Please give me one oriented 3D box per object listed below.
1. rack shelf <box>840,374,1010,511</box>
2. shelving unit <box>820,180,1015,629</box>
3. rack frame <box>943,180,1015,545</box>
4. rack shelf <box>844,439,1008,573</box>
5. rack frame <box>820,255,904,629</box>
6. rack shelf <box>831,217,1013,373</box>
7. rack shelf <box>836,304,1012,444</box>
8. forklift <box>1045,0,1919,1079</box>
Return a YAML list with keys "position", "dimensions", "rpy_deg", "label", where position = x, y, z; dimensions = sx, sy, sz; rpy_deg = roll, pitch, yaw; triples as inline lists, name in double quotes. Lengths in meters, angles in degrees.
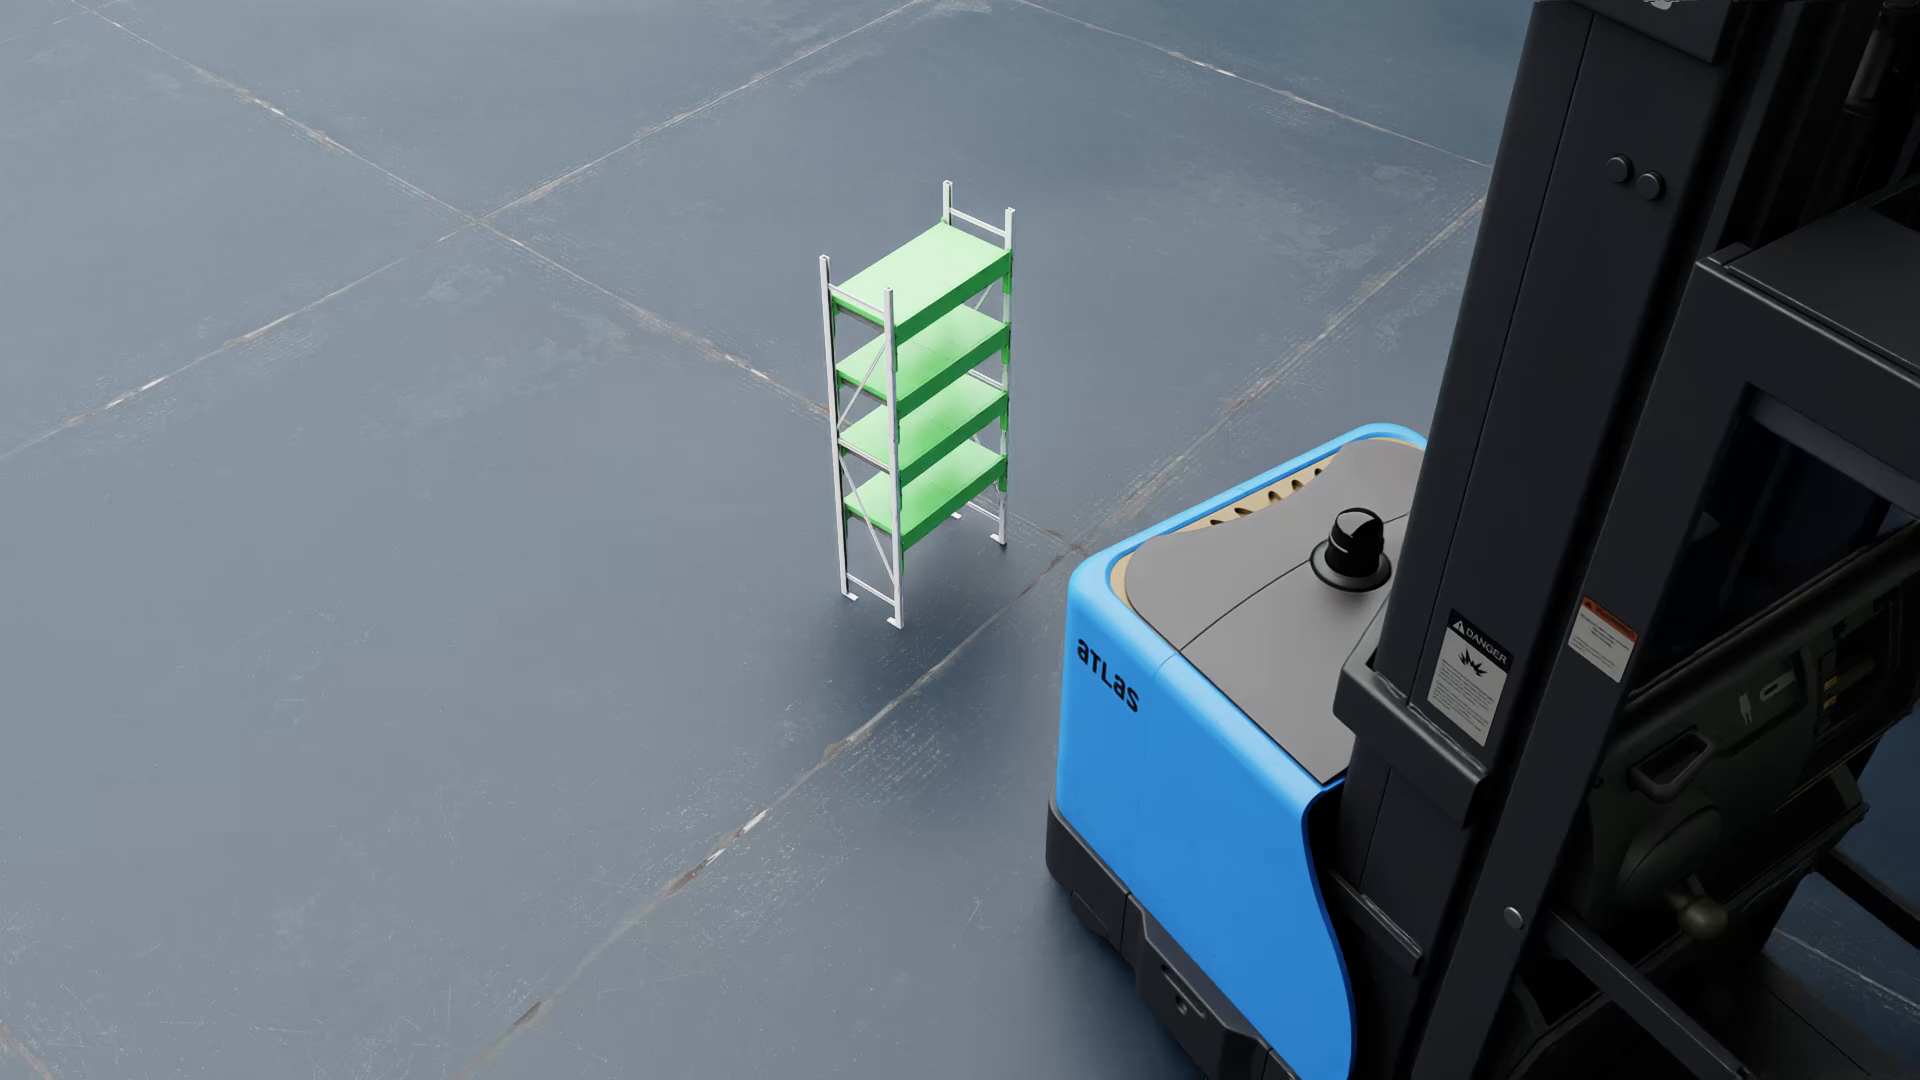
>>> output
- position: [-0.107, -0.311, 4.796]
  dimensions: [0.258, 0.148, 0.480]
  rpy_deg: [29, 50, 28]
  label: "rack shelf"
- position: [-0.107, -0.359, 4.753]
  dimensions: [0.258, 1.200, 0.503]
  rpy_deg: [29, 50, 28]
  label: "shelving unit"
- position: [0.050, -0.484, 4.891]
  dimensions: [0.240, 1.200, 0.015]
  rpy_deg: [29, 50, 28]
  label: "rack frame"
- position: [-0.107, -0.134, 4.957]
  dimensions: [0.258, 0.148, 0.480]
  rpy_deg: [29, 50, 28]
  label: "rack shelf"
- position: [-0.264, -0.233, 4.614]
  dimensions: [0.240, 1.200, 0.015]
  rpy_deg: [29, 50, 28]
  label: "rack frame"
- position: [-0.107, -0.667, 4.473]
  dimensions: [0.258, 0.148, 0.480]
  rpy_deg: [29, 50, 28]
  label: "rack shelf"
- position: [-0.107, -0.489, 4.634]
  dimensions: [0.258, 0.148, 0.480]
  rpy_deg: [29, 50, 28]
  label: "rack shelf"
- position: [1.461, 0.407, 2.623]
  dimensions: [1.130, 2.935, 3.031]
  rpy_deg: [-25, 48, -25]
  label: "forklift"
